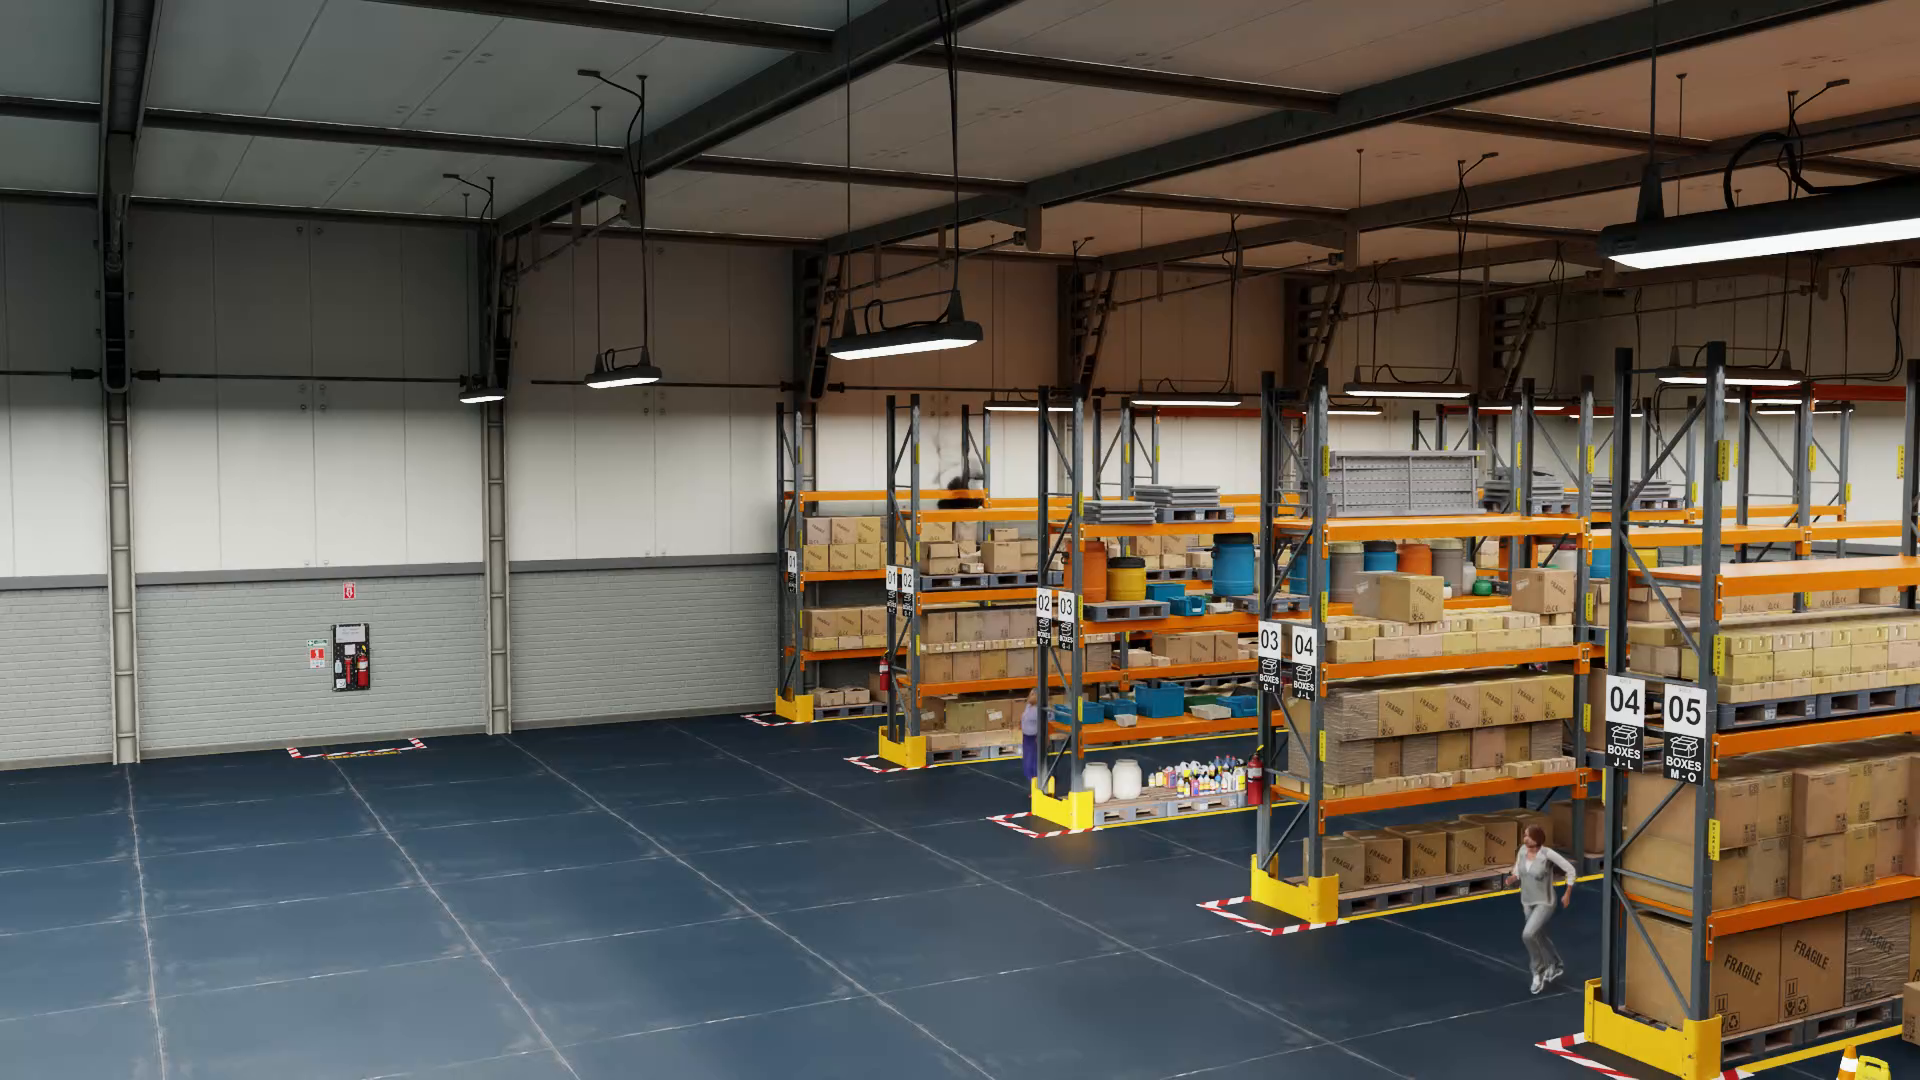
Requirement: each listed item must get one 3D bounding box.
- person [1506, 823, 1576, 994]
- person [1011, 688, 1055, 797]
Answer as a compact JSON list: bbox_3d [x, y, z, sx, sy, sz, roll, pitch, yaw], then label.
[{"bbox_3d":[5.506,3.478,15.811,0.748,1.587,0.548,-2,4,-30],"label":"person"},{"bbox_3d":[1.045,2.978,24.316,0.538,1.621,0.600,-2,4,-36],"label":"person"}]
